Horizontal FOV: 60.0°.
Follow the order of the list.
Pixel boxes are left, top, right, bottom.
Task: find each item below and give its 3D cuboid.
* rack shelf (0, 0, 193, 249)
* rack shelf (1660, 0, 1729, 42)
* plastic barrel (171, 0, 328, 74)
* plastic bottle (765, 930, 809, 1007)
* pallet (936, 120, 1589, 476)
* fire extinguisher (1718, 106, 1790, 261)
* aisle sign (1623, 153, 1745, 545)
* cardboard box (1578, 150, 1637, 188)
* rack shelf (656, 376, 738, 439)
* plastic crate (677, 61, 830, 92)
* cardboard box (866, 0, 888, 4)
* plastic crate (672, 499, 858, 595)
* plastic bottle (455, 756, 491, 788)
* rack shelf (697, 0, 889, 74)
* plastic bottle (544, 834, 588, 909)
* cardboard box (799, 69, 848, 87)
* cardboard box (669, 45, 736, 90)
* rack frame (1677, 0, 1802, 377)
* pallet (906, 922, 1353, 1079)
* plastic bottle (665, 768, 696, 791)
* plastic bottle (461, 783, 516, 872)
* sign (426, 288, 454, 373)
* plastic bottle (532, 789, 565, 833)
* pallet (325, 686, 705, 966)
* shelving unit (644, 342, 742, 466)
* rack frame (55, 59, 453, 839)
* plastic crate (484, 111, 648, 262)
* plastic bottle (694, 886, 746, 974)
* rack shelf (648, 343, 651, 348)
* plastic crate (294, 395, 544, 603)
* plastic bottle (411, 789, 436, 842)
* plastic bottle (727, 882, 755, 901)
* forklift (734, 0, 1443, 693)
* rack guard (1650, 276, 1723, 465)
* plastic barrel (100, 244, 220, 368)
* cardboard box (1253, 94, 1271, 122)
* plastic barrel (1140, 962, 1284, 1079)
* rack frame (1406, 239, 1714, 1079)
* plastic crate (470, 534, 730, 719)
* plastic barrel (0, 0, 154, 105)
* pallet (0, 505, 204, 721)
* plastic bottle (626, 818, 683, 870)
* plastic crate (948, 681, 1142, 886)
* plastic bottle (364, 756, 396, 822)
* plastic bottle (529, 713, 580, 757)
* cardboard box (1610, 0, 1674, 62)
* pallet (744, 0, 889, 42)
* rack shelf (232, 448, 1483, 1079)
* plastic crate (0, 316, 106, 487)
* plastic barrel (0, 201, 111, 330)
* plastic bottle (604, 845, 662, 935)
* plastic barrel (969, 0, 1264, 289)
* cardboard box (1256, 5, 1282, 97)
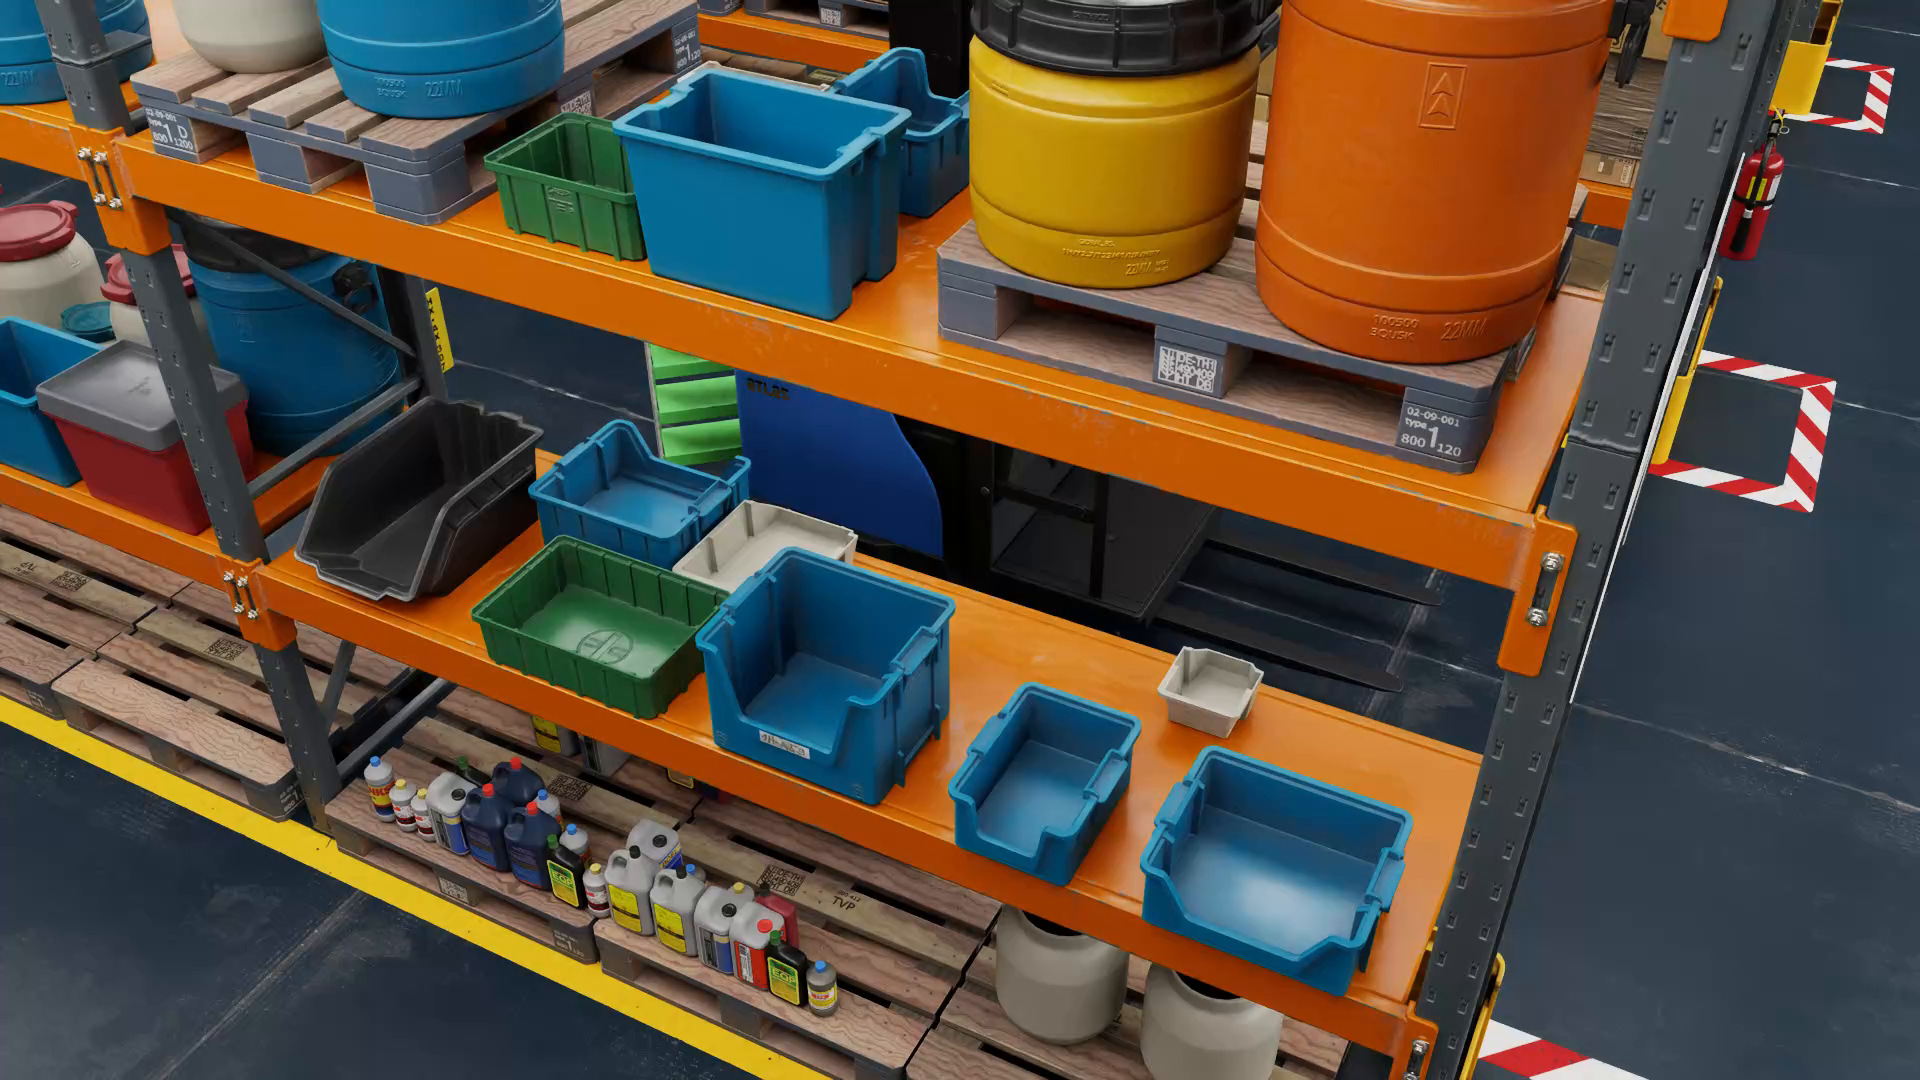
[{"bbox_3d":[-3.939,-1.813,5.771,4.000,0.370,1.077,17,41,21],"label":"rack shelf"},{"bbox_3d":[-0.387,-1.736,3.520,4.000,0.370,1.077,17,41,21],"label":"rack shelf"},{"bbox_3d":[-1.871,-1.530,4.364,0.421,0.512,0.421,0,37,0],"label":"plastic barrel"},{"bbox_3d":[-0.555,1.373,5.344,0.133,0.283,0.061,18,41,23],"label":"plastic bottle"},{"bbox_3d":[0.700,-0.638,3.785,1.213,0.211,1.003,17,41,21],"label":"pallet"},{"bbox_3d":[3.557,-1.585,7.421,0.183,0.674,0.296,17,41,21],"label":"fire extinguisher"},{"bbox_3d":[1.588,-0.409,3.658,0.004,0.787,0.394,17,41,21],"label":"aisle sign"},{"bbox_3d":[3.097,-1.833,7.892,0.250,0.149,0.380,17,41,21],"label":"cardboard box"},{"bbox_3d":[-1.163,-0.626,7.688,0.480,0.148,0.258,-8,38,-11],"label":"rack shelf"},{"bbox_3d":[-0.552,-1.209,4.599,0.396,0.136,0.243,17,41,21],"label":"plastic crate"},{"bbox_3d":[-0.526,-3.710,9.313,1.000,1.000,1.000,18,41,22],"label":"cardboard box"},{"bbox_3d":[-0.604,0.072,5.392,0.437,0.136,0.530,17,41,21],"label":"plastic crate"},{"bbox_3d":[-1.733,0.900,5.966,0.133,0.283,0.061,17,41,21],"label":"plastic bottle"},{"bbox_3d":[-1.661,-3.277,10.181,4.000,0.370,1.077,17,41,21],"label":"rack shelf"},{"bbox_3d":[-1.342,1.126,5.668,0.133,0.283,0.061,19,41,23],"label":"plastic bottle"},{"bbox_3d":[-0.835,-2.512,10.282,0.500,0.500,0.700,17,40,21],"label":"cardboard box"},{"bbox_3d":[-1.828,-2.822,10.691,0.500,0.500,0.700,21,42,25],"label":"cardboard box"},{"bbox_3d":[3.667,-1.895,7.766,0.127,3.000,1.000,17,41,21],"label":"rack frame"},{"bbox_3d":[0.581,1.650,5.402,1.213,0.211,1.003,17,41,21],"label":"pallet"},{"bbox_3d":[-1.025,0.788,6.114,0.133,0.283,0.061,17,41,21],"label":"plastic bottle"},{"bbox_3d":[-1.637,0.979,5.807,0.185,0.351,0.144,18,41,23],"label":"plastic bottle"},{"bbox_3d":[-1.900,-0.751,6.029,0.005,0.325,0.100,17,41,21],"label":"sign"},{"bbox_3d":[-1.453,0.986,5.863,0.097,0.271,0.097,0,37,0],"label":"plastic bottle"},{"bbox_3d":[-1.586,0.972,6.296,1.213,0.211,1.003,17,41,21],"label":"pallet"},{"bbox_3d":[-1.163,-0.677,7.650,0.503,1.200,0.258,-8,38,-11],"label":"shelving unit"},{"bbox_3d":[-2.163,-0.348,5.728,0.127,3.000,1.000,17,41,21],"label":"rack frame"},{"bbox_3d":[-0.887,-0.874,4.115,0.450,0.188,0.336,17,41,21],"label":"plastic crate"},{"bbox_3d":[-0.778,1.275,5.478,0.135,0.276,0.152,16,40,20],"label":"plastic bottle"},{"bbox_3d":[-1.163,-1.009,7.398,0.480,0.148,0.258,-8,38,-11],"label":"rack shelf"},{"bbox_3d":[-1.756,-0.110,5.465,0.504,0.338,0.767,17,41,21],"label":"plastic crate"},{"bbox_3d":[-1.901,0.972,5.940,0.097,0.201,0.097,0,37,0],"label":"plastic bottle"},{"bbox_3d":[-0.737,1.232,5.596,0.097,0.201,0.097,0,37,0],"label":"plastic bottle"},{"bbox_3d":[0.558,-0.991,6.631,3.031,2.935,1.130,18,41,22],"label":"forklift"},{"bbox_3d":[3.599,-0.921,8.549,0.348,0.500,1.175,17,41,21],"label":"rack guard"},{"bbox_3d":[-2.911,-0.786,6.192,0.433,0.535,0.433,0,37,0],"label":"plastic barrel"},{"bbox_3d":[1.506,-2.276,8.476,0.250,0.149,0.380,17,41,21],"label":"cardboard box"},{"bbox_3d":[0.770,1.446,5.075,0.421,0.512,0.421,0,37,0],"label":"plastic barrel"},{"bbox_3d":[1.389,0.764,4.263,0.127,3.000,1.000,17,41,21],"label":"rack frame"},{"bbox_3d":[-1.087,0.265,5.095,0.662,0.188,0.450,17,41,21],"label":"plastic crate"},{"bbox_3d":[-2.714,-1.768,4.702,0.708,0.901,0.600,17,41,21],"label":"plastic barrel"},{"bbox_3d":[-3.965,0.226,7.277,1.213,0.211,1.003,17,41,21],"label":"pallet"},{"bbox_3d":[-1.046,1.093,5.718,0.135,0.276,0.152,17,41,21],"label":"plastic bottle"},{"bbox_3d":[0.233,0.661,4.521,0.408,0.251,0.499,17,41,21],"label":"plastic crate"},{"bbox_3d":[-2.081,0.887,5.993,0.097,0.271,0.097,0,37,0],"label":"plastic bottle"},{"bbox_3d":[-1.525,0.633,6.262,0.185,0.351,0.144,17,41,21],"label":"plastic bottle"},{"bbox_3d":[3.065,-2.472,7.370,0.500,0.500,0.500,17,41,21],"label":"cardboard box"},{"bbox_3d":[-0.497,-3.222,9.672,1.213,0.211,1.003,17,41,21],"label":"pallet"},{"bbox_3d":[-0.387,0.494,5.213,4.000,0.370,1.077,17,41,21],"label":"rack shelf"},{"bbox_3d":[-3.285,-0.482,5.917,0.575,0.384,0.392,17,41,21],"label":"plastic crate"},{"bbox_3d":[-3.563,-0.990,6.461,0.433,0.535,0.433,0,37,0],"label":"plastic barrel"},{"bbox_3d":[-1.092,1.150,5.582,0.185,0.351,0.144,17,40,21],"label":"plastic bottle"},{"bbox_3d":[0.318,-0.922,3.500,0.600,0.588,0.600,0,37,0],"label":"plastic barrel"},{"bbox_3d":[1.829,-2.603,8.370,0.500,0.500,0.875,17,41,21],"label":"cardboard box"}]
